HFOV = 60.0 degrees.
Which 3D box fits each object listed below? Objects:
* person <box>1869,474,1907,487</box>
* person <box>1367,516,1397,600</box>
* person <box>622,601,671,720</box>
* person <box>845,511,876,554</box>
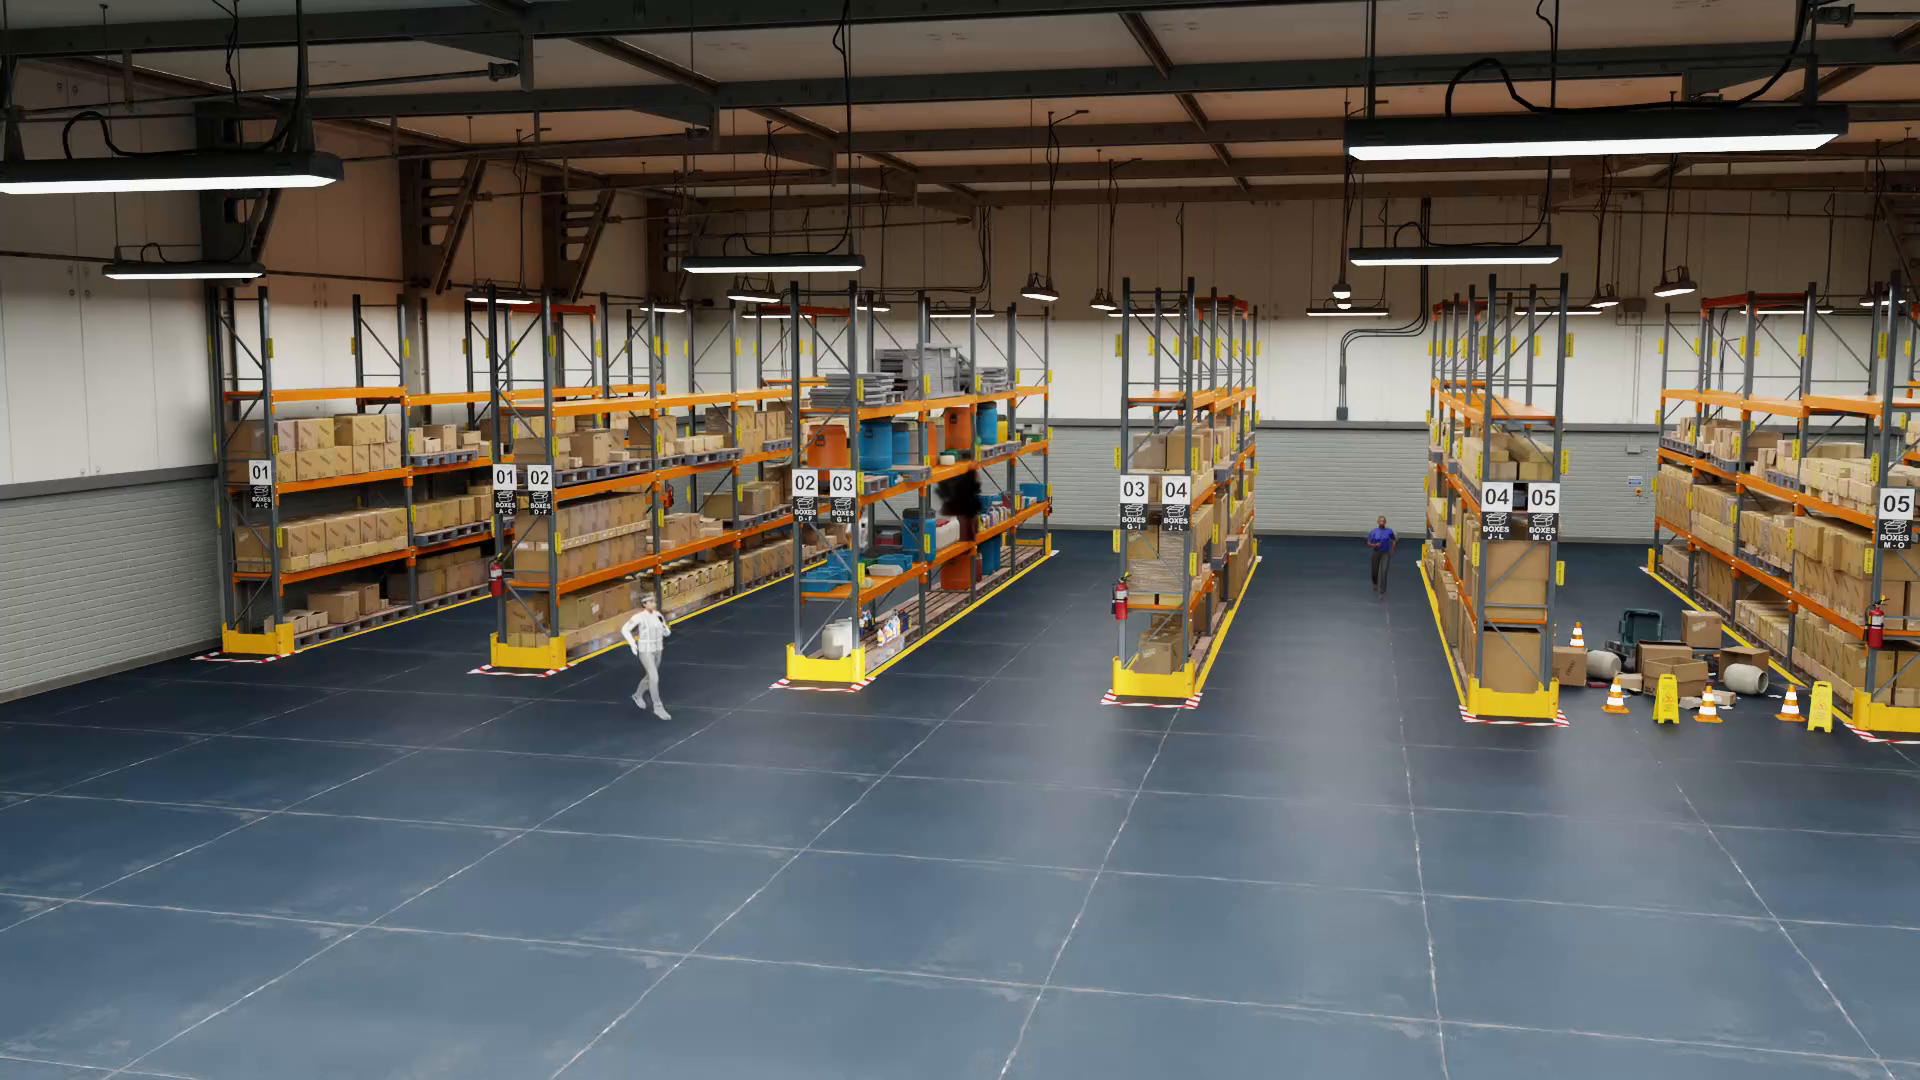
[{"bbox_3d":[14.633,0.088,27.756,2.057,3.218,12.483,2,7,15],"label":"person"},{"bbox_3d":[8.506,0.332,33.568,0.584,1.642,0.890,2,7,13],"label":"person"},{"bbox_3d":[-4.227,1.566,22.677,0.895,1.665,0.599,5,8,38],"label":"person"},{"bbox_3d":[-1.942,0.191,32.262,0.588,1.672,0.843,2,7,14],"label":"person"}]
